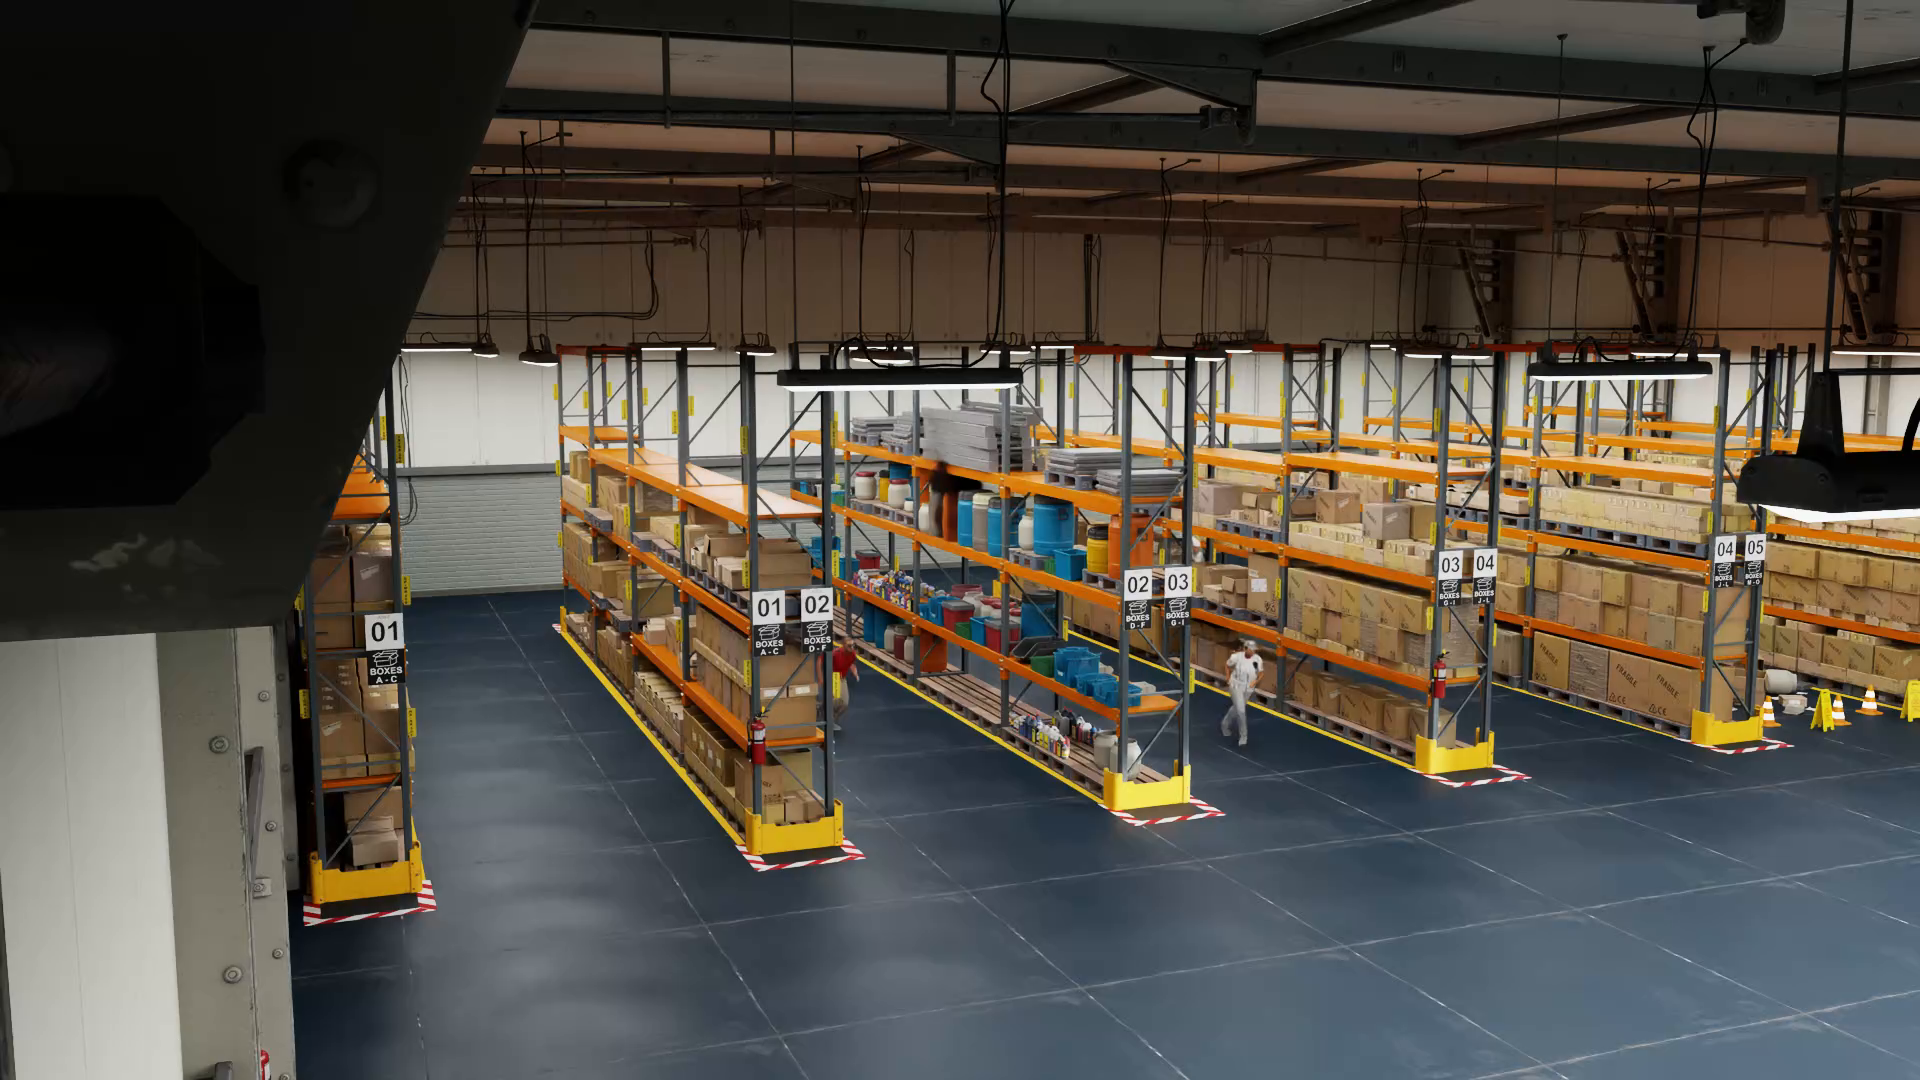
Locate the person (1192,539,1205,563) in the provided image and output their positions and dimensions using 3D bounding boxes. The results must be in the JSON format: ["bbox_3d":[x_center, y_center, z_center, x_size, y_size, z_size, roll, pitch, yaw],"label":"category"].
[{"bbox_3d":[5.113,0.801,36.774,0.650,1.714,0.738,-1,7,-7],"label":"person"}]

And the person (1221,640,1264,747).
[{"bbox_3d":[4.338,2.289,25.572,0.544,1.625,0.835,-2,8,-16],"label":"person"}]

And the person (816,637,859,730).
[{"bbox_3d":[-1.975,2.260,26.193,0.690,1.553,0.856,-6,10,-41],"label":"person"}]
